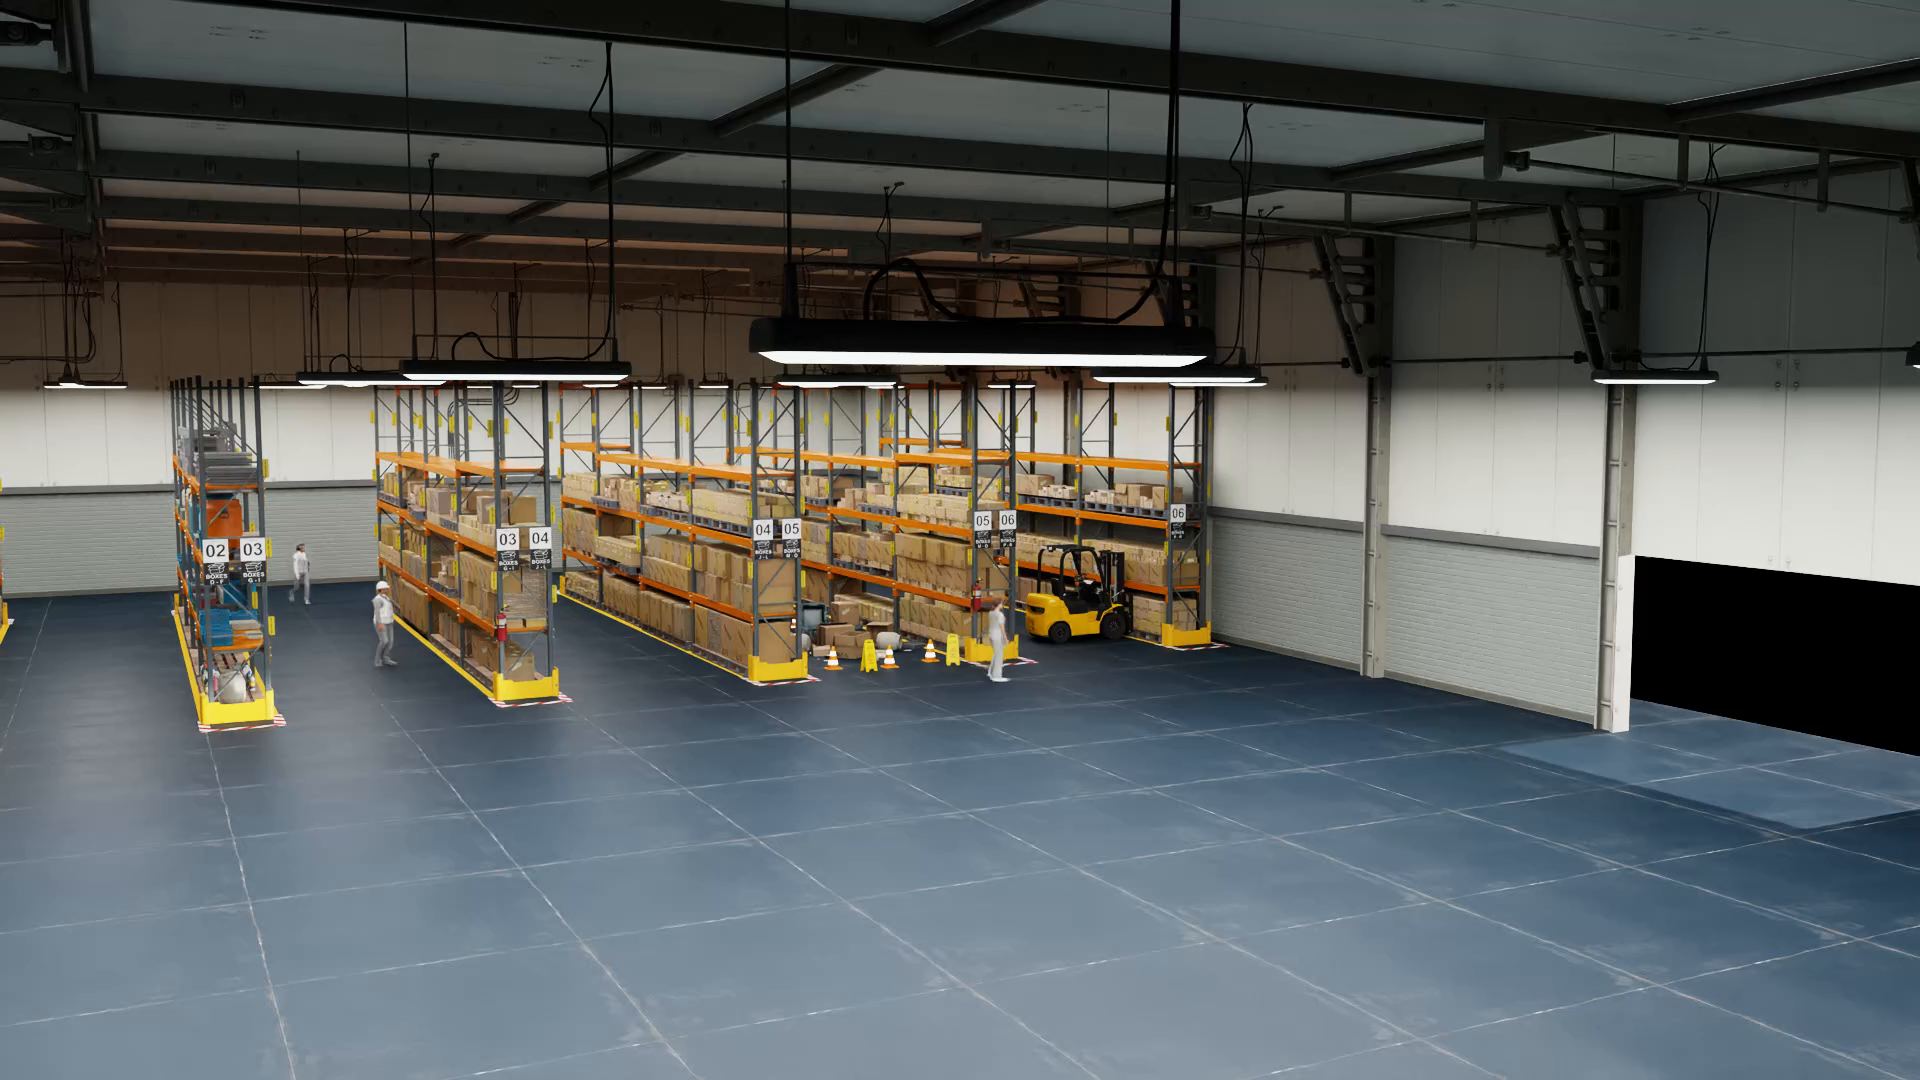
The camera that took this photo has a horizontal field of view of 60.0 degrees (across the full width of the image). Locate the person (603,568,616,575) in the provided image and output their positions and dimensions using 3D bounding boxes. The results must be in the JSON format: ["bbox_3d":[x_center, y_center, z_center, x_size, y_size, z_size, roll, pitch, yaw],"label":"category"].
[{"bbox_3d":[-10.598,0.356,50.506,0.607,1.767,0.459,-3,6,-31],"label":"person"}]

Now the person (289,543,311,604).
[{"bbox_3d":[-17.876,0.891,45.021,0.442,1.664,0.775,-5,7,-44],"label":"person"}]

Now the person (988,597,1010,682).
[{"bbox_3d":[0.759,1.969,32.963,0.367,1.675,0.531,-3,6,-27],"label":"person"}]

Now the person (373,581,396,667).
[{"bbox_3d":[-12.082,1.786,34.936,0.407,1.858,0.579,1,5,12],"label":"person"}]
